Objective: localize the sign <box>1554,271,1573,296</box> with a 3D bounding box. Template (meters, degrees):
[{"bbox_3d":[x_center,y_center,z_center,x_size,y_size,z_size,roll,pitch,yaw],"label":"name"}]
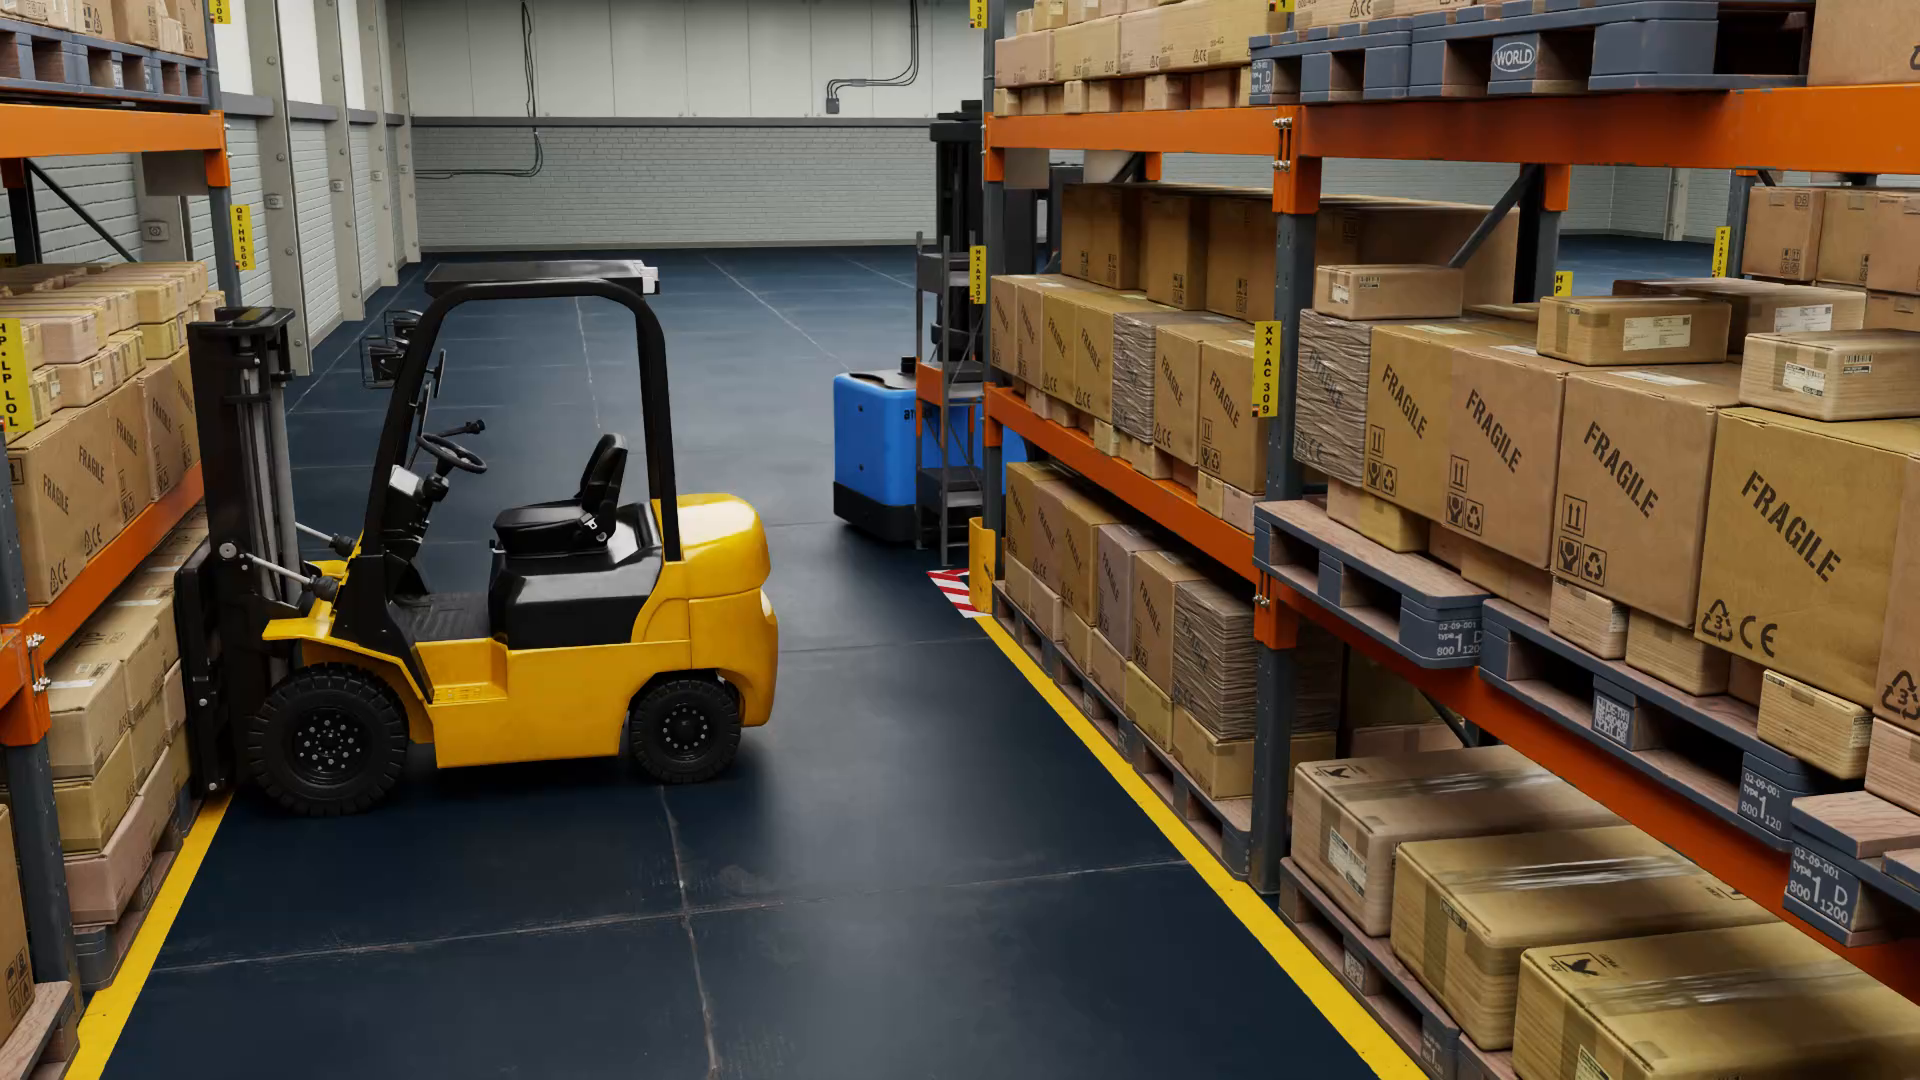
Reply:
[{"bbox_3d":[2.110,-0.786,5.886,0.100,0.325,0.005,-3,14,-13],"label":"sign"}]

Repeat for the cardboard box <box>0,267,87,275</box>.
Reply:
[{"bbox_3d":[-4.319,-1.191,7.779,0.380,0.149,0.250,-3,14,-11],"label":"cardboard box"}]

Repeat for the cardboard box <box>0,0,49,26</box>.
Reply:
[{"bbox_3d":[-3.211,-1.787,5.192,0.500,0.311,0.500,-3,14,-12],"label":"cardboard box"}]

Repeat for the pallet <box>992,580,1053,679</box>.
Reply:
[{"bbox_3d":[0.806,0.446,9.155,1.003,0.211,1.213,-3,14,-13],"label":"pallet"}]

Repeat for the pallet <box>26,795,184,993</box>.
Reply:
[{"bbox_3d":[-3.399,1.254,5.849,1.003,0.211,1.213,-3,14,-13],"label":"pallet"}]

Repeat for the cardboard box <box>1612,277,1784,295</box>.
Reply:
[{"bbox_3d":[2.074,-0.652,4.688,0.380,0.149,0.250,-4,14,-15],"label":"cardboard box"}]

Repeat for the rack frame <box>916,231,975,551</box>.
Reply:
[{"bbox_3d":[-0.098,-0.967,10.951,0.400,2.100,0.015,-5,14,-21],"label":"rack frame"}]

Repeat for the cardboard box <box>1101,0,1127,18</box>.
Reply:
[{"bbox_3d":[0.828,-2.328,7.165,0.380,0.149,0.250,-3,14,-12],"label":"cardboard box"}]

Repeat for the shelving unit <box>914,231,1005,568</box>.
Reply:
[{"bbox_3d":[-0.010,-0.913,10.730,0.431,2.100,0.503,-5,14,-21],"label":"shelving unit"}]

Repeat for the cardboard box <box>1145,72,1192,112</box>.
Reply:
[{"bbox_3d":[0.973,-1.821,6.771,0.380,0.149,0.250,-3,14,-12],"label":"cardboard box"}]

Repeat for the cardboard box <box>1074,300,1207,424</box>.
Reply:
[{"bbox_3d":[0.847,-0.830,7.665,0.500,0.500,0.500,-4,14,-14],"label":"cardboard box"}]

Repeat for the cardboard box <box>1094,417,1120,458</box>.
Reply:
[{"bbox_3d":[0.831,-0.480,7.599,0.380,0.149,0.250,-3,14,-13],"label":"cardboard box"}]

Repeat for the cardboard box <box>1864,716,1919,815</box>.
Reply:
[{"bbox_3d":[1.918,0.414,3.056,0.380,0.149,0.250,-4,14,-16],"label":"cardboard box"}]

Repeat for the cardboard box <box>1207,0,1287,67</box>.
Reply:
[{"bbox_3d":[1.206,-1.808,5.877,0.500,0.250,0.500,-3,14,-14],"label":"cardboard box"}]

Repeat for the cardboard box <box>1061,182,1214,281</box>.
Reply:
[{"bbox_3d":[0.964,-1.688,9.072,0.700,0.500,0.500,-4,14,-15],"label":"cardboard box"}]

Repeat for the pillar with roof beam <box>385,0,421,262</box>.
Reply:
[{"bbox_3d":[-7.766,-10.702,36.270,9.100,9.000,0.400,-3,14,-13],"label":"pillar with roof beam"}]

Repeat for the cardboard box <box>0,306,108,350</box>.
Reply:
[{"bbox_3d":[-3.305,-0.750,5.973,0.380,0.149,0.250,-4,14,-14],"label":"cardboard box"}]

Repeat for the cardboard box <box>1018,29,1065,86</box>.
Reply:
[{"bbox_3d":[0.600,-2.396,8.284,0.500,0.250,0.500,-3,14,-14],"label":"cardboard box"}]

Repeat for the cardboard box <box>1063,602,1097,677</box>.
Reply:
[{"bbox_3d":[0.806,0.462,8.126,0.500,0.250,0.500,-2,14,-9],"label":"cardboard box"}]

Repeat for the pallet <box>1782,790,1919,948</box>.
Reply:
[{"bbox_3d":[2.240,0.665,2.788,1.213,0.211,1.003,-3,14,-13],"label":"pallet"}]

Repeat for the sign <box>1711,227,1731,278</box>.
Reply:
[{"bbox_3d":[4.879,-1.844,10.662,0.100,0.325,0.005,-3,14,-13],"label":"sign"}]

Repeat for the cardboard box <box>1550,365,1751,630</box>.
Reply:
[{"bbox_3d":[1.755,-0.117,3.863,0.500,0.500,0.500,-4,14,-15],"label":"cardboard box"}]

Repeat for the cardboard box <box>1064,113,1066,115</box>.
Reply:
[{"bbox_3d":[0.720,-2.120,7.994,0.380,0.149,0.250,-4,14,-15],"label":"cardboard box"}]

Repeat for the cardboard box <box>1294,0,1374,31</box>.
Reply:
[{"bbox_3d":[1.319,-1.623,4.862,0.500,0.250,0.500,-4,14,-15],"label":"cardboard box"}]

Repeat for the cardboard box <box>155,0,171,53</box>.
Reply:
[{"bbox_3d":[-3.643,-2.249,7.180,0.396,0.266,0.258,-3,14,-13],"label":"cardboard box"}]

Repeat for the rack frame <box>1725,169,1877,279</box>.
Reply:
[{"bbox_3d":[5.420,-1.414,10.895,1.000,3.000,0.127,-3,14,-13],"label":"rack frame"}]

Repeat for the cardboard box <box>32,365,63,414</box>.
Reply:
[{"bbox_3d":[-3.222,-0.485,5.514,0.380,0.149,0.250,-3,14,-13],"label":"cardboard box"}]

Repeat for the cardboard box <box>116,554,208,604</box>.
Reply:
[{"bbox_3d":[-3.415,0.248,6.894,0.500,0.250,0.500,-4,14,-14],"label":"cardboard box"}]

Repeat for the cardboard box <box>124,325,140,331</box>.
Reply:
[{"bbox_3d":[-3.542,-0.780,6.720,0.380,0.149,0.250,-3,14,-14],"label":"cardboard box"}]

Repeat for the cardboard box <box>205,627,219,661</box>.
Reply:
[{"bbox_3d":[-3.411,0.496,6.932,0.500,0.250,0.500,-3,14,-13],"label":"cardboard box"}]

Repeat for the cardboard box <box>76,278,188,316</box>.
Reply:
[{"bbox_3d":[-3.572,-1.045,7.181,0.380,0.149,0.250,-3,14,-12],"label":"cardboard box"}]

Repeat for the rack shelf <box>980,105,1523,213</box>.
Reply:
[{"bbox_3d":[1.102,-1.761,7.512,1.077,0.370,4.000,-3,14,-13],"label":"rack shelf"}]

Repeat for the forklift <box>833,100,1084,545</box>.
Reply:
[{"bbox_3d":[0.646,-1.608,11.835,3.031,2.935,1.130,-7,15,-26],"label":"forklift"}]

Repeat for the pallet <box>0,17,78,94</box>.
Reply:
[{"bbox_3d":[-3.478,-1.524,5.212,1.003,0.211,1.213,-3,14,-13],"label":"pallet"}]

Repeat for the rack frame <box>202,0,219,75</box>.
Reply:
[{"bbox_3d":[-4.192,-3.752,7.823,1.000,3.000,0.127,-3,14,-13],"label":"rack frame"}]

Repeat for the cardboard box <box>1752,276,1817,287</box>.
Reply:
[{"bbox_3d":[5.551,-1.404,10.538,0.875,0.550,0.550,-3,14,-13],"label":"cardboard box"}]

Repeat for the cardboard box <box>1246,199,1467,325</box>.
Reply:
[{"bbox_3d":[1.580,-1.104,6.680,0.700,0.500,0.500,-3,14,-13],"label":"cardboard box"}]

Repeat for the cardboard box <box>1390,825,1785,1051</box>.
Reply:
[{"bbox_3d":[1.869,1.167,4.983,0.950,0.372,0.625,-2,14,-10],"label":"cardboard box"}]

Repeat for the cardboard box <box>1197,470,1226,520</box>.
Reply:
[{"bbox_3d":[1.134,-0.185,6.391,0.380,0.149,0.250,-3,14,-12],"label":"cardboard box"}]

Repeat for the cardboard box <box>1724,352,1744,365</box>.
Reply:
[{"bbox_3d":[2.136,-0.262,4.456,0.500,0.500,0.500,-3,14,-11],"label":"cardboard box"}]

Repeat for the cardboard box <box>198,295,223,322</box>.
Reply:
[{"bbox_3d":[-3.749,-1.080,7.948,0.380,0.149,0.250,-3,14,-12],"label":"cardboard box"}]

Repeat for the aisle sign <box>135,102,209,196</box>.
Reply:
[{"bbox_3d":[-3.922,-2.132,8.355,0.394,0.787,0.004,-3,14,-13],"label":"aisle sign"}]

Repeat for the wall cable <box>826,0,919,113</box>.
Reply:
[{"bbox_3d":[-2.125,-13.393,40.118,2.305,6.003,0.169,-3,14,-13],"label":"wall cable"}]

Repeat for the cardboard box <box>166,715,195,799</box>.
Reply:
[{"bbox_3d":[-3.314,0.853,6.524,0.500,0.250,0.500,-3,14,-12],"label":"cardboard box"}]

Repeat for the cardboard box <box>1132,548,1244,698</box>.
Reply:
[{"bbox_3d":[1.051,0.336,7.058,0.500,0.500,0.500,-3,14,-12],"label":"cardboard box"}]

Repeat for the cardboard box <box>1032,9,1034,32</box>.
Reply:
[{"bbox_3d":[0.592,-2.687,8.633,0.380,0.149,0.250,-3,14,-13],"label":"cardboard box"}]

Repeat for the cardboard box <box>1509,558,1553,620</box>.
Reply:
[{"bbox_3d":[1.661,0.109,4.305,0.380,0.149,0.250,-3,14,-13],"label":"cardboard box"}]

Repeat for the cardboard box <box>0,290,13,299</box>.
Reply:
[{"bbox_3d":[-3.985,-0.898,6.578,0.380,0.149,0.250,-3,14,-13],"label":"cardboard box"}]

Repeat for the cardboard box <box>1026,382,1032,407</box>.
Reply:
[{"bbox_3d":[0.567,-0.780,8.828,0.380,0.149,0.250,-4,14,-15],"label":"cardboard box"}]

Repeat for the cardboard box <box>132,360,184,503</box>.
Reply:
[{"bbox_3d":[-3.459,-0.433,6.670,0.500,0.500,0.500,-3,14,-13],"label":"cardboard box"}]
